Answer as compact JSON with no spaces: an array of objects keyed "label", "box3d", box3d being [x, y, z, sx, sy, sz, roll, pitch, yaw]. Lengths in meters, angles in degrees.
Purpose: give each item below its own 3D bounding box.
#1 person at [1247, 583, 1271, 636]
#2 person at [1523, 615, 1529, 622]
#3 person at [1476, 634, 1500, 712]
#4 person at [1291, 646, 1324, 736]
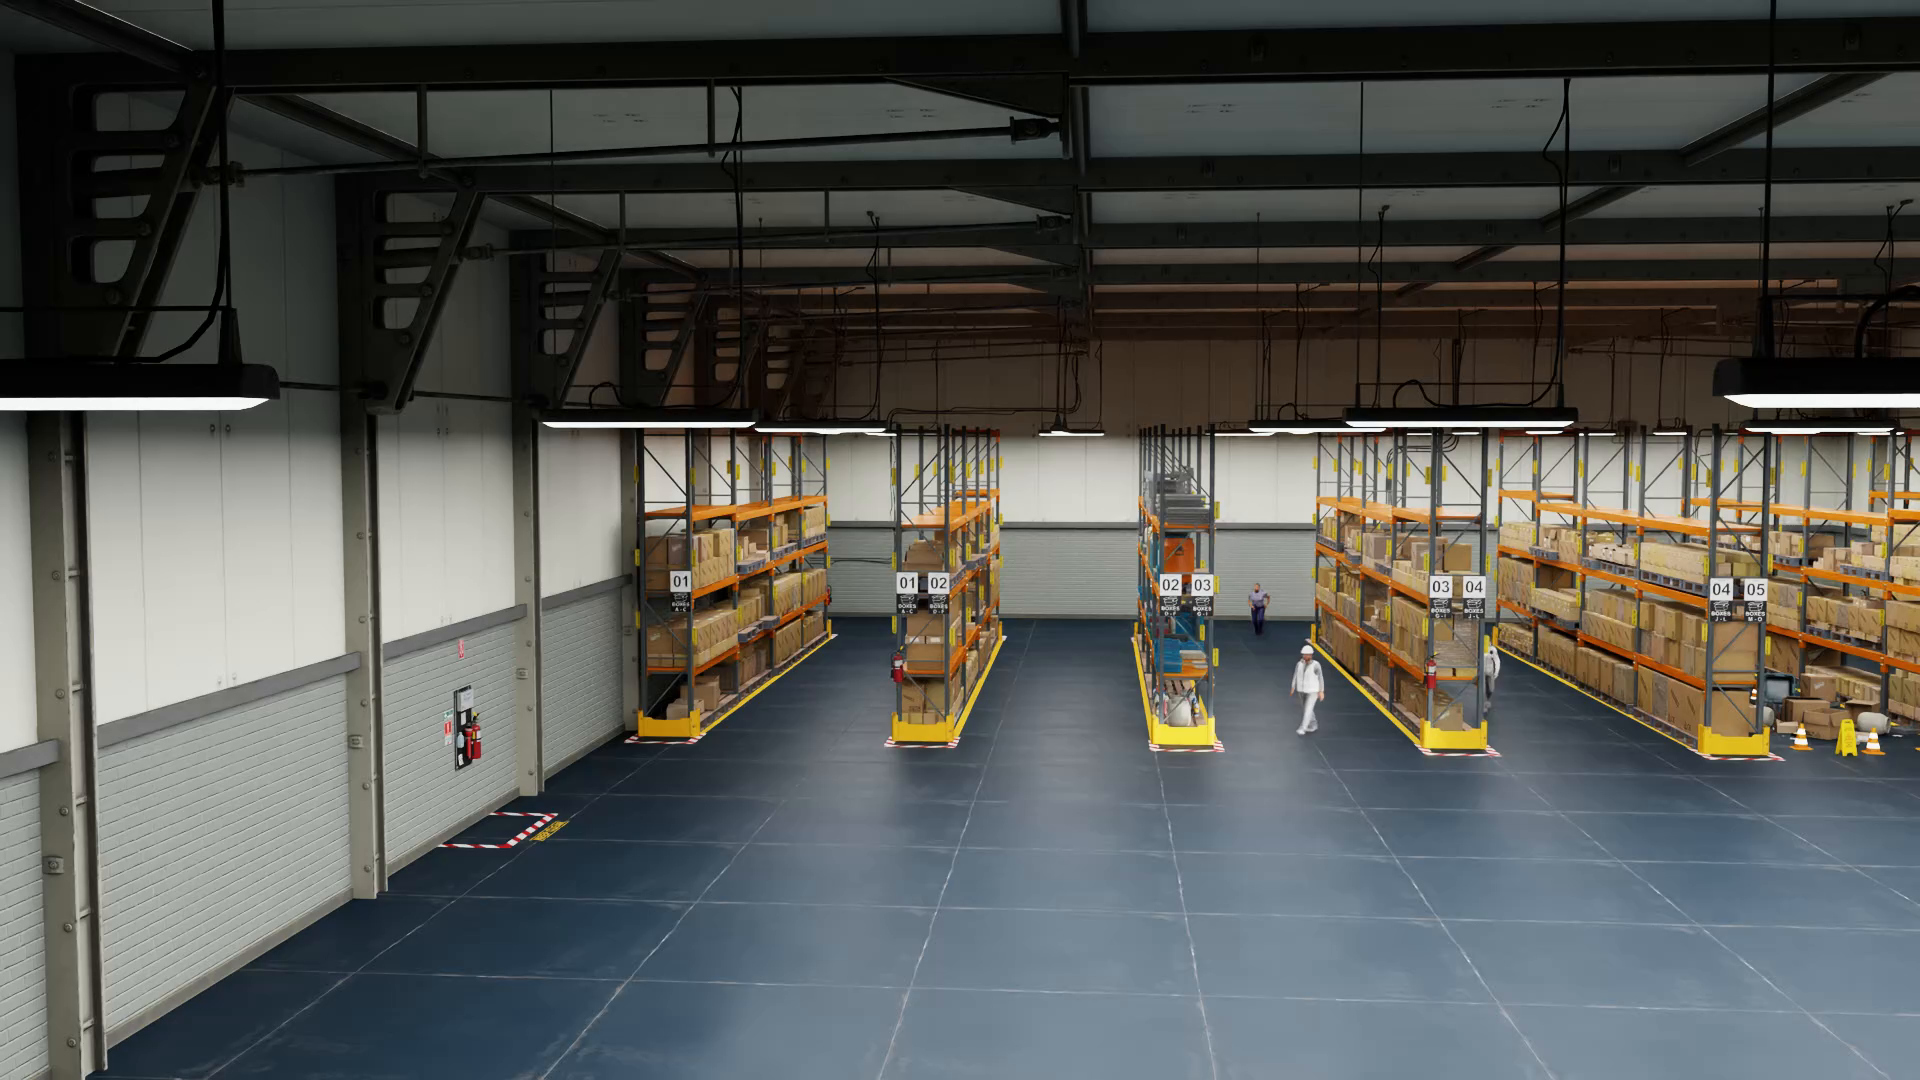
[{"label":"person","box3d":[8.661,2.013,48.176,0.653,1.562,0.743,1,4,14]},{"label":"person","box3d":[16.894,1.900,49.008,0.592,1.647,0.491,-3,4,-36]},{"label":"person","box3d":[11.047,2.778,34.940,0.550,1.654,0.543,1,4,14]},{"label":"person","box3d":[6.653,2.892,32.070,1.076,1.707,0.563,-3,5,-44]}]
